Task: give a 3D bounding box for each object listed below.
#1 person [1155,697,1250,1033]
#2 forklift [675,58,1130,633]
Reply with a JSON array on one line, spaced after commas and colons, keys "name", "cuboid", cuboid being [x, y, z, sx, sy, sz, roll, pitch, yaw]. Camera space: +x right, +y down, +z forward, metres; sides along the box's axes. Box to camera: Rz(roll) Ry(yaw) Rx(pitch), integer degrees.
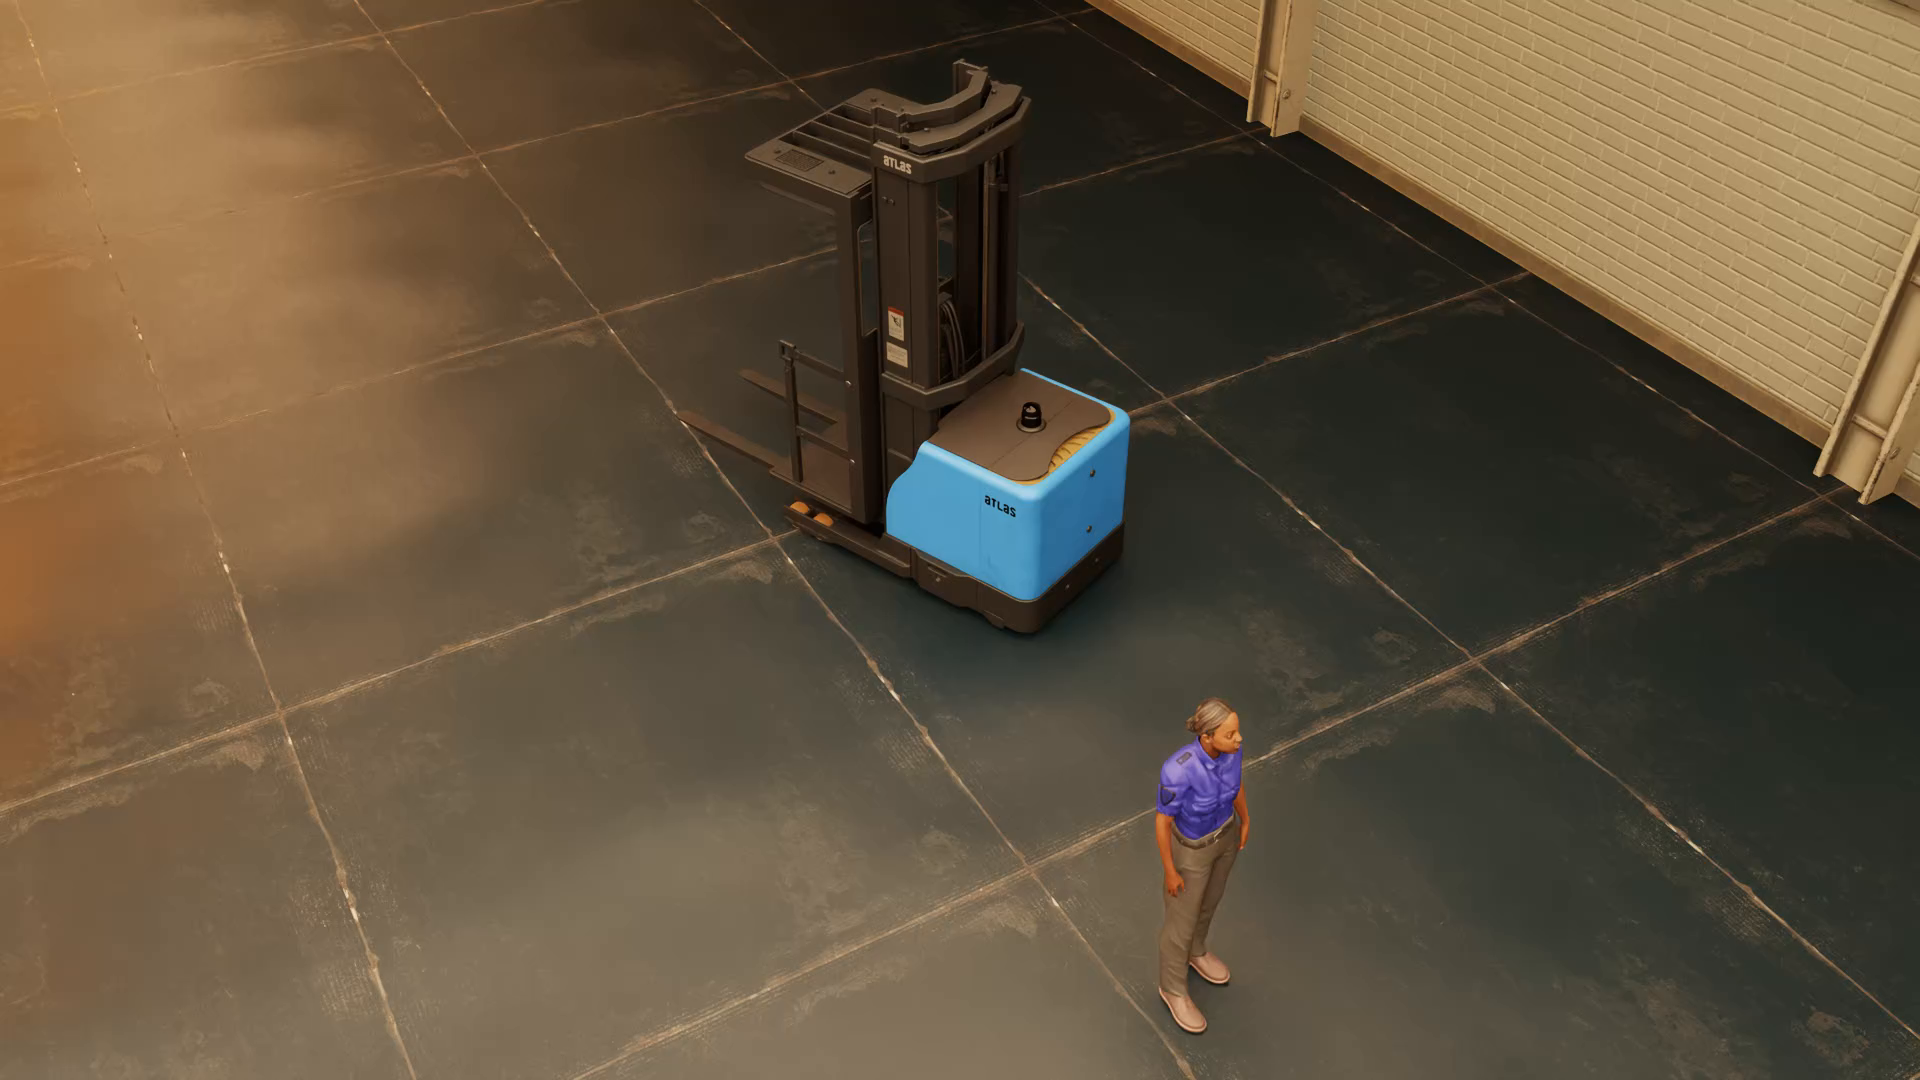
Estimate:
[{"name": "person", "cuboid": [1.116, 1.402, 7.336, 0.568, 1.655, 0.504, -29, 48, -30]}, {"name": "forklift", "cuboid": [-0.481, -1.366, 9.683, 3.031, 2.935, 1.130, 26, 46, 28]}]
